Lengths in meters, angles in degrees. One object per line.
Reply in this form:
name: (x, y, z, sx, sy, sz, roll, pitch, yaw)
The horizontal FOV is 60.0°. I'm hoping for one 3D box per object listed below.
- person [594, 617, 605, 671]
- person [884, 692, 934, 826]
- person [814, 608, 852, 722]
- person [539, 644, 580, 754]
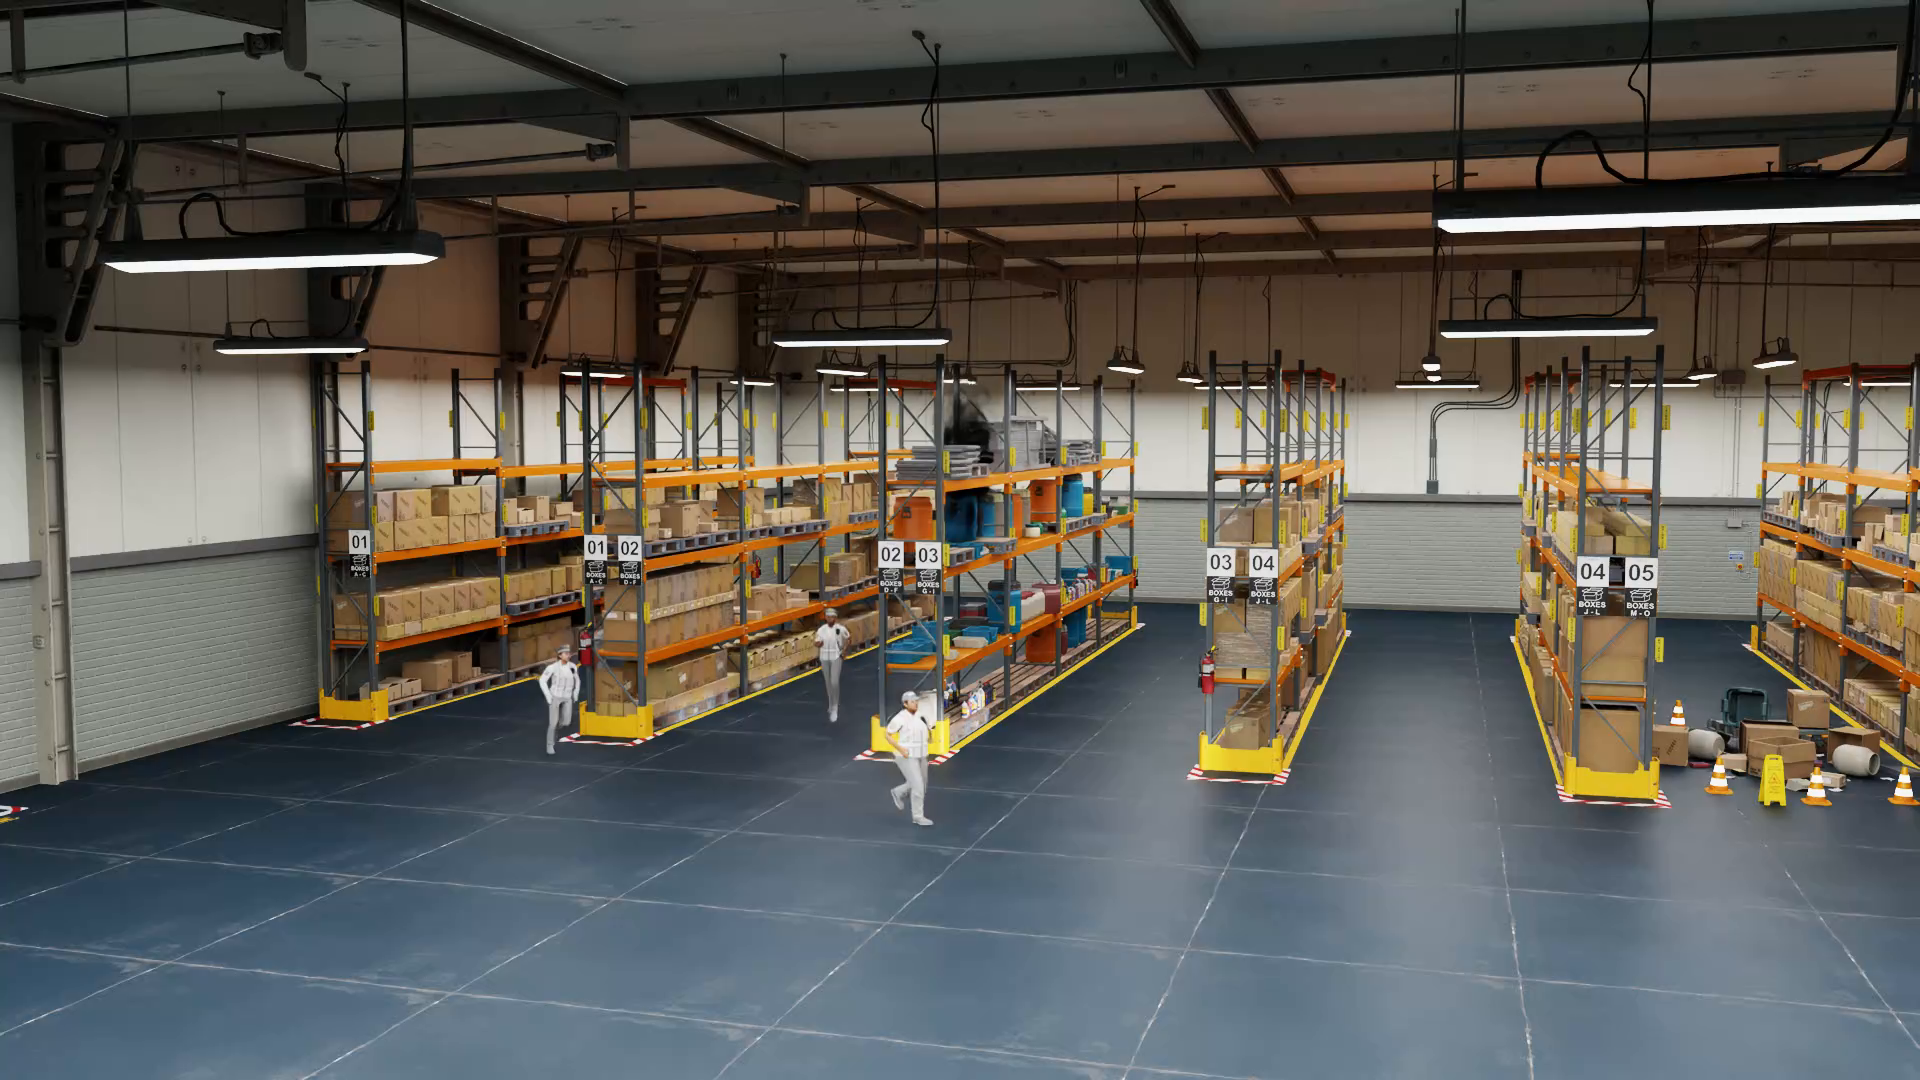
person: (-6.329, 2.123, 28.915, 0.540, 1.597, 0.879, 1, 4, 8)
person: (-0.623, 2.710, 20.758, 0.784, 1.620, 0.620, 3, 5, 40)
person: (-2.057, 1.981, 26.613, 0.556, 1.804, 0.690, 1, 4, 12)
person: (-6.064, 2.403, 25.261, 0.665, 1.651, 0.515, -3, 5, -32)
